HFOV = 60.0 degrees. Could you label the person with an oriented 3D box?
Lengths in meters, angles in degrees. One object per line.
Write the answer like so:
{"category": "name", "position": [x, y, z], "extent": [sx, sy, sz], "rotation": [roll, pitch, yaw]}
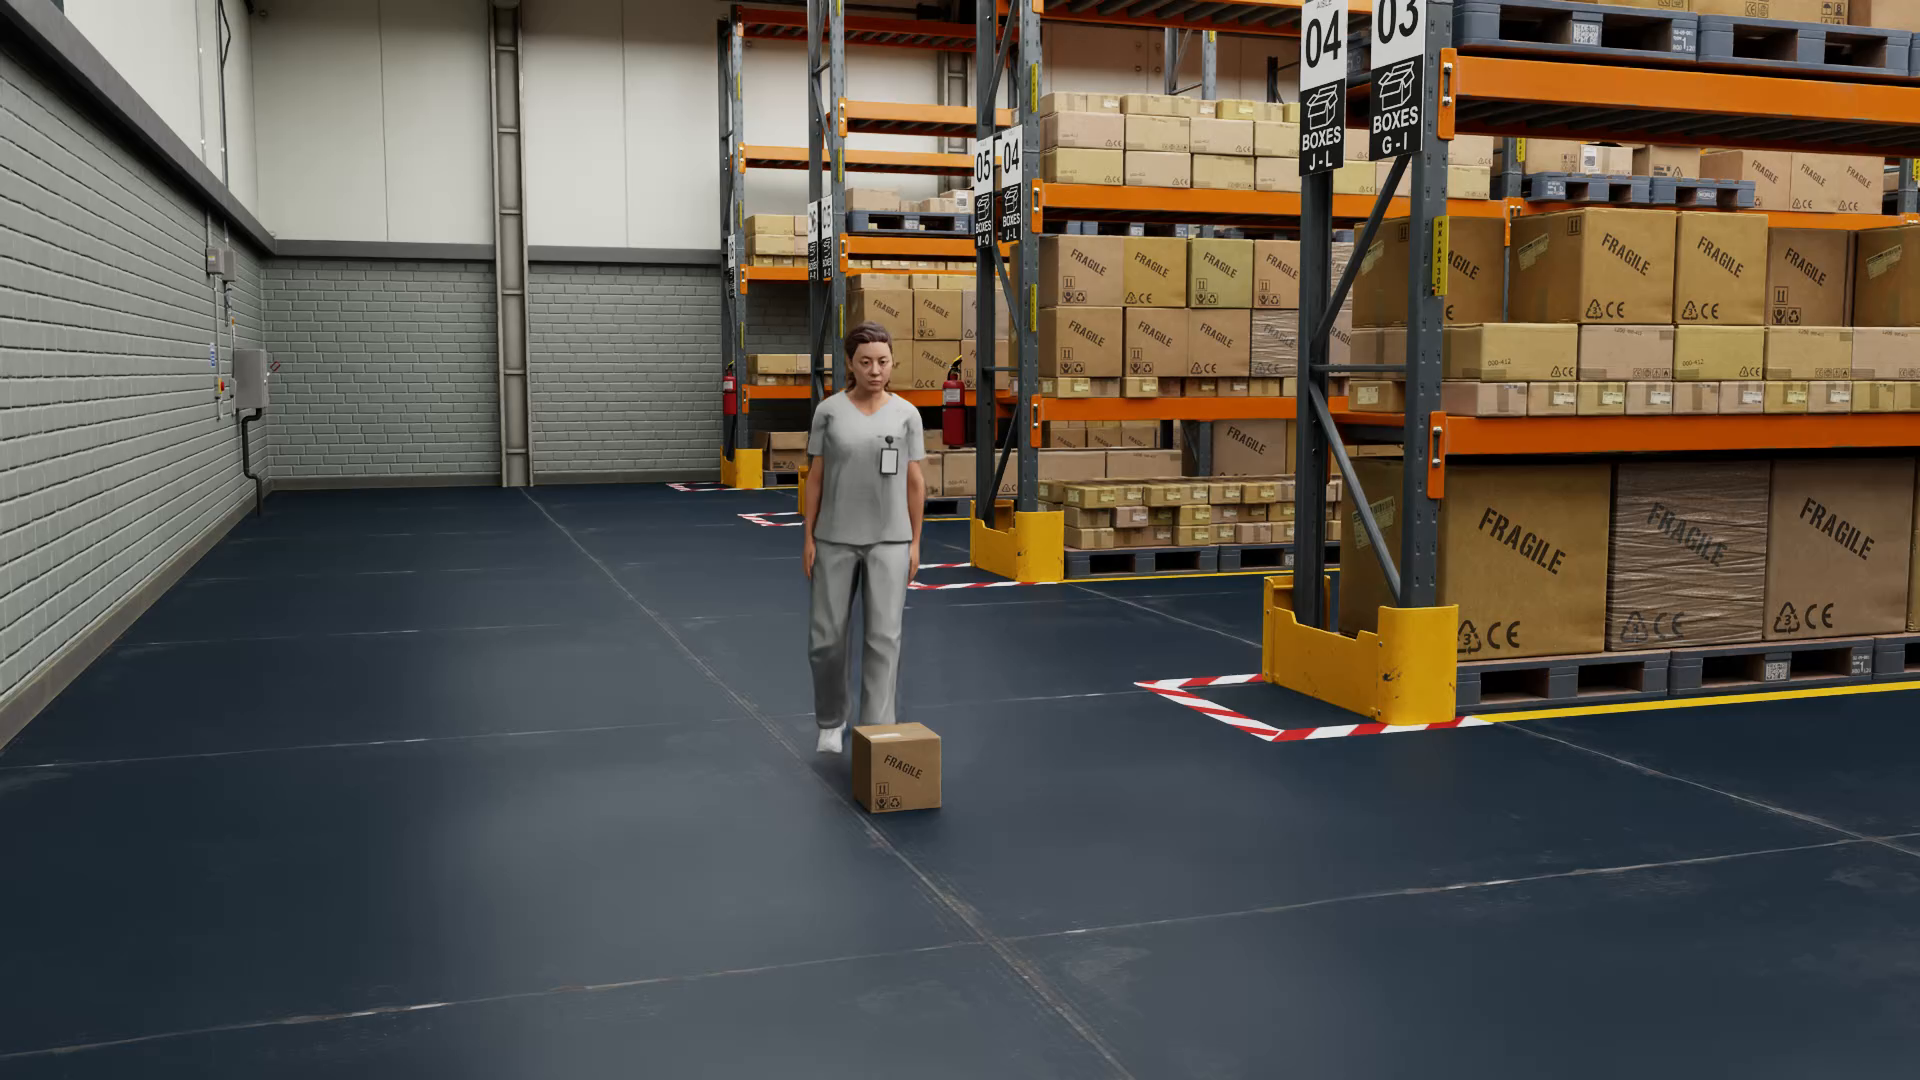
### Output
{"category": "person", "position": [-0.352, 0.027, 6.110], "extent": [0.460, 1.665, 0.700], "rotation": [0, 6, -3]}
